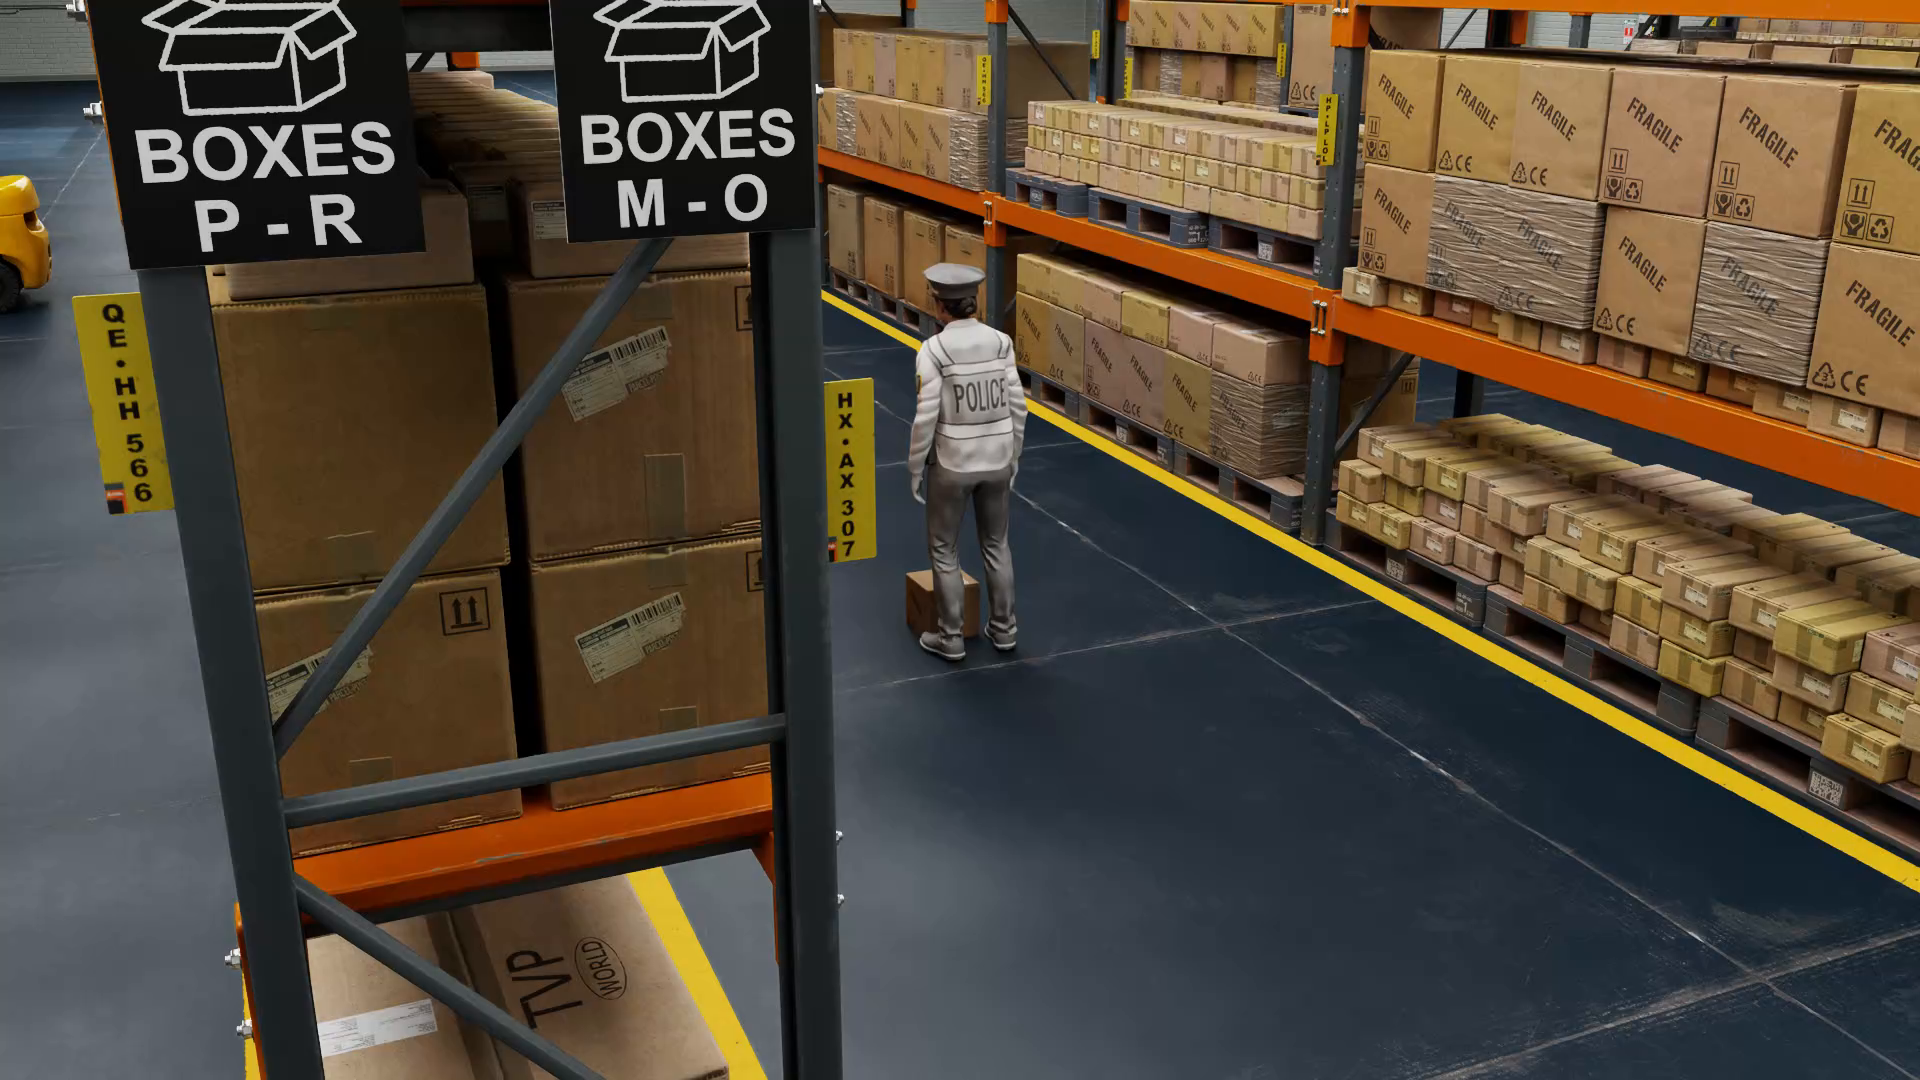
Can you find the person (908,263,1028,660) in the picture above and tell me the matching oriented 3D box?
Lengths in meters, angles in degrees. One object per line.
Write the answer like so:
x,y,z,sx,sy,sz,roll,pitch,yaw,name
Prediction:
0.024,-0.309,6.959,0.531,1.662,0.375,-9,21,-25,person
